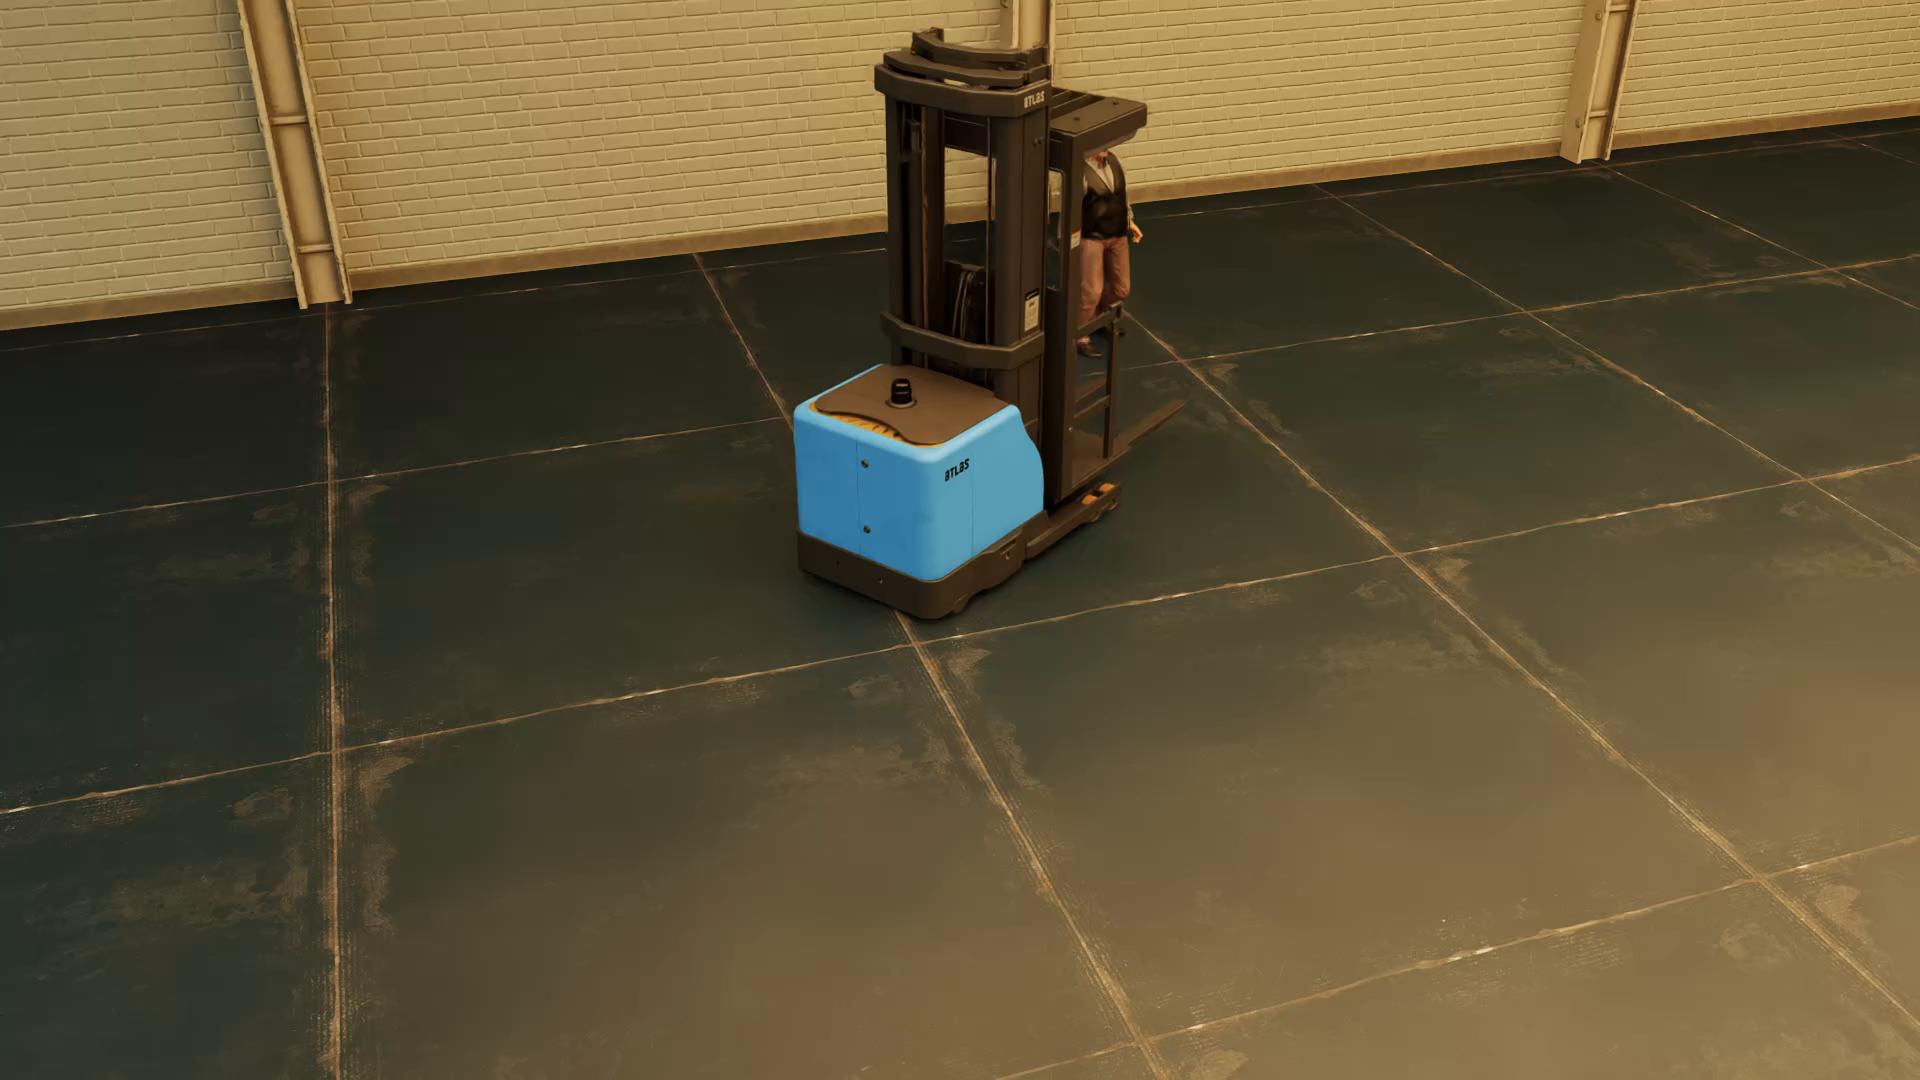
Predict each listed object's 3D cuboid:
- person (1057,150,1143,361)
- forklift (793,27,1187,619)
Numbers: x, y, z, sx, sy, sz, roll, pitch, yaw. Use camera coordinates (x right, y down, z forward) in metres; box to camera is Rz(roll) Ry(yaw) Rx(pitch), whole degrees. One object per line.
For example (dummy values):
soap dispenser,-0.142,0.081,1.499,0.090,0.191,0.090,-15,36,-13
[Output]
person,1.035,-2.193,12.184,0.689,1.694,0.495,-20,36,-31
forklift,0.352,-1.511,9.714,1.130,2.935,3.031,21,36,32
